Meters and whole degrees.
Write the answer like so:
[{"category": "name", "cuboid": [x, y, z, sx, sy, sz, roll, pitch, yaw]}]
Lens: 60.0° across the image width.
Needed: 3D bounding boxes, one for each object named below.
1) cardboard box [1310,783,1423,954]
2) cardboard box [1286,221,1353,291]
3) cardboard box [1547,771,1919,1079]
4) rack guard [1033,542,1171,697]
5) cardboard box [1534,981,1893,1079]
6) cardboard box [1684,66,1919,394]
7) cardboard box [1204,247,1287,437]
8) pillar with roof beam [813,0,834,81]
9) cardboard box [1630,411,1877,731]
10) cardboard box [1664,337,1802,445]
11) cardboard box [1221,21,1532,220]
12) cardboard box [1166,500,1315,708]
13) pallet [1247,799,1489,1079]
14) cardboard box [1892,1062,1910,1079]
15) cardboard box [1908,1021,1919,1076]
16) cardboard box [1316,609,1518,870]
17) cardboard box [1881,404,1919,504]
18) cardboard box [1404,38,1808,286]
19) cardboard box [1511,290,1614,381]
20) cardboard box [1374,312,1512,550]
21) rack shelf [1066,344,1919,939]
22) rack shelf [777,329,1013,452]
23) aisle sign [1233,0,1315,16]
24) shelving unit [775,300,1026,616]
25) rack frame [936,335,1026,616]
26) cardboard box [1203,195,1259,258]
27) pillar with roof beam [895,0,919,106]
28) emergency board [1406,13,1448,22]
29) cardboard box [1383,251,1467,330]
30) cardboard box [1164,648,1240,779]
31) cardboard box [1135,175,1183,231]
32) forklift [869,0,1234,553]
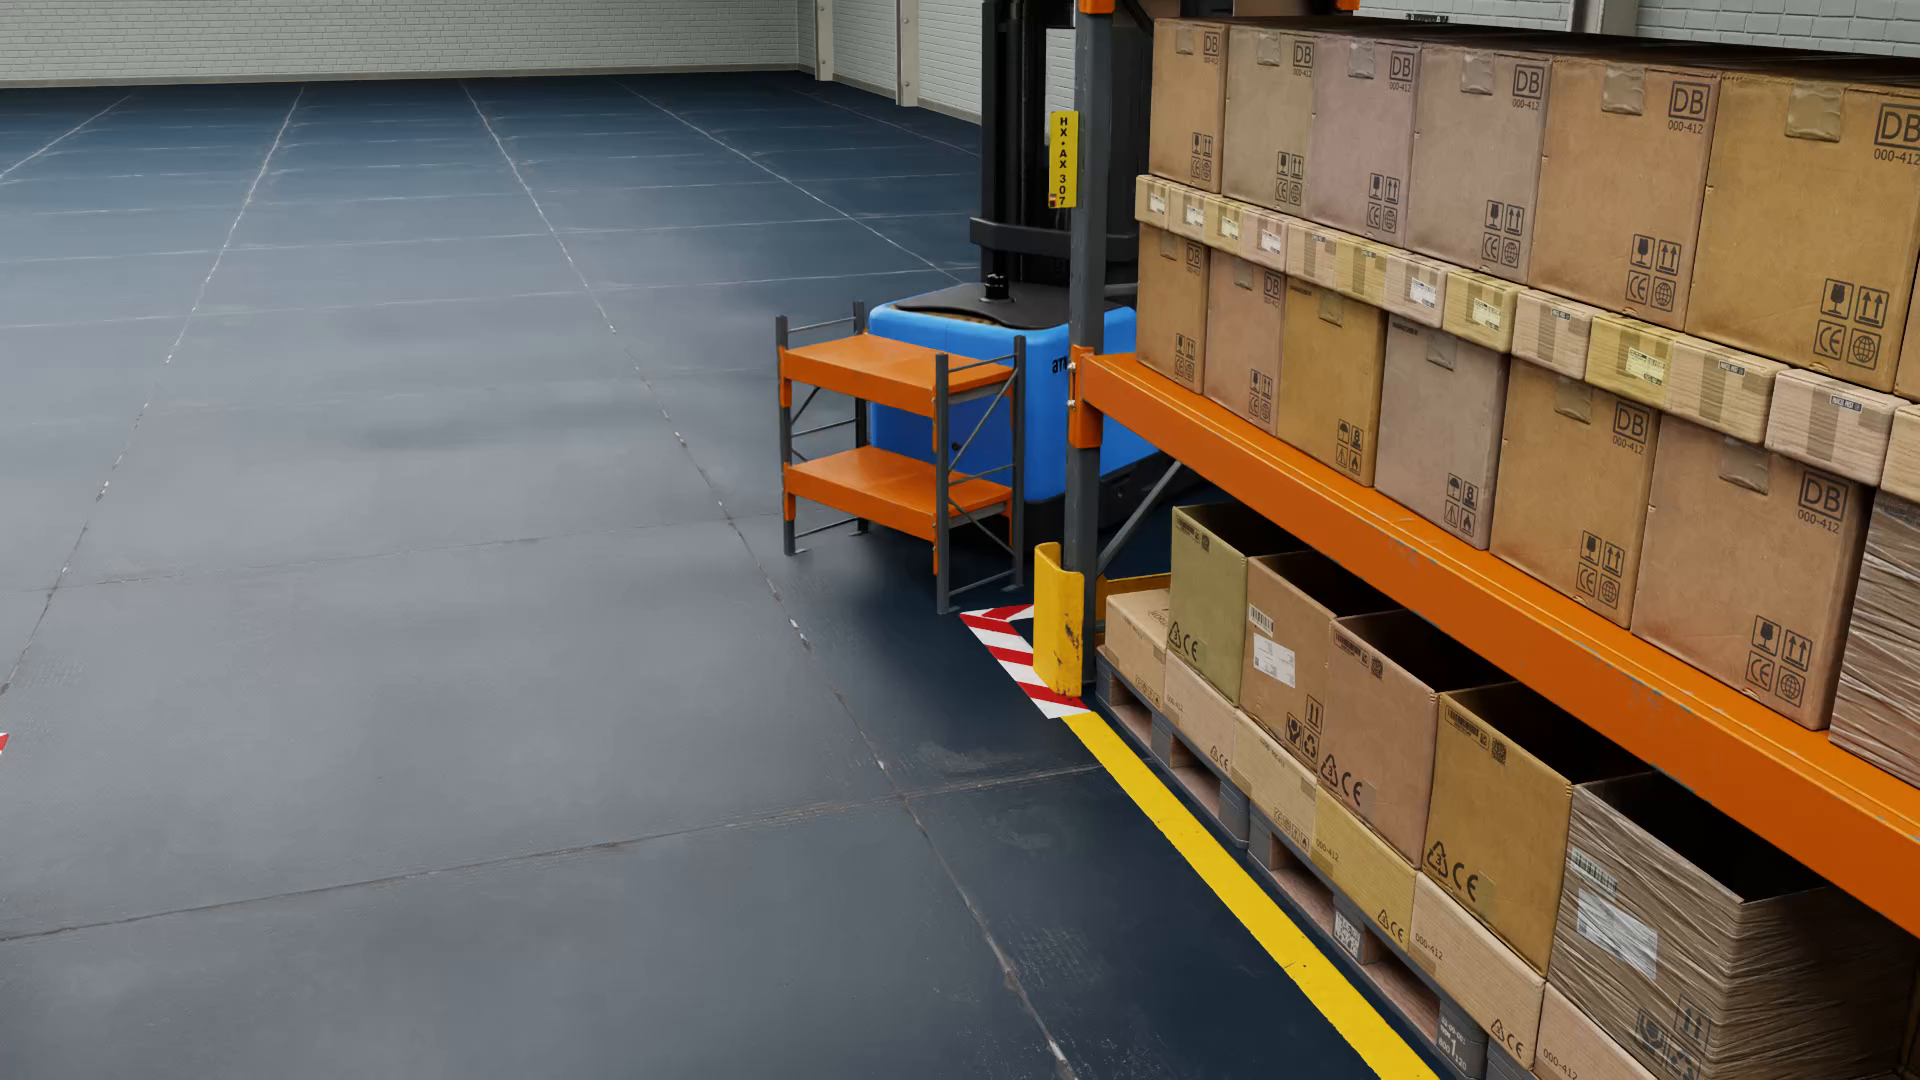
[{"category": "cardboard box", "cuboid": [1.312, 0.851, 4.556, 0.500, 0.250, 0.500, -6, 21, -17]}, {"category": "cardboard box", "cuboid": [1.130, -0.795, 4.585, 0.380, 0.149, 0.250, -7, 21, -19]}, {"category": "cardboard box", "cuboid": [1.643, 0.817, 3.540, 0.500, 0.500, 0.500, -6, 21, -17]}, {"category": "rack guard", "cuboid": [0.878, 0.246, 6.491, 1.175, 0.500, 0.348, -6, 21, -17]}, {"category": "cardboard box", "cuboid": [1.641, 1.171, 3.667, 0.500, 0.250, 0.500, -6, 21, -17]}, {"category": "cardboard box", "cuboid": [1.837, -0.600, 3.083, 0.700, 0.500, 0.500, -6, 21, -17]}, {"category": "cardboard box", "cuboid": [1.189, -0.650, 5.142, 0.700, 0.500, 0.500, -6, 21, -16]}, {"category": "pillar with roof beam", "cuboid": [-6.888, -13.310, 31.662, 9.100, 9.000, 0.400, -6, 21, -17]}, {"category": "cardboard box", "cuboid": [1.825, 0.004, 3.321, 0.700, 0.500, 0.500, -7, 21, -18]}, {"category": "cardboard box", "cuboid": [1.609, -0.303, 3.216, 0.380, 0.149, 0.250, -6, 21, -17]}, {"category": "cardboard box", "cuboid": [1.207, -1.244, 4.875, 0.700, 0.500, 0.500, -7, 21, -19]}, {"category": "cardboard box", "cuboid": [1.001, 0.177, 5.323, 0.500, 0.500, 0.500, -6, 21, -17]}, {"category": "pallet", "cuboid": [1.545, 1.022, 4.760, 1.003, 0.211, 1.213, -6, 21, -17]}, {"category": "cardboard box", "cuboid": [2.132, 1.116, 3.820, 0.500, 0.250, 0.500, -6, 21, -17]}, {"category": "cardboard box", "cuboid": [2.294, 0.923, 3.248, 0.500, 0.500, 0.500, -6, 21, -17]}, {"category": "cardboard box", "cuboid": [1.311, 0.498, 4.428, 0.500, 0.500, 0.500, -6, 21, -17]}, {"category": "cardboard box", "cuboid": [1.778, -0.135, 2.748, 0.380, 0.149, 0.250, -7, 21, -18]}, {"category": "cardboard box", "cuboid": [1.524, -0.921, 3.977, 0.700, 0.500, 0.500, -6, 21, -17]}, {"category": "cardboard box", "cuboid": [1.456, -0.463, 3.661, 0.380, 0.149, 0.250, -6, 21, -16]}, {"category": "cardboard box", "cuboid": [1.509, -0.322, 4.227, 0.700, 0.500, 0.500, -6, 21, -16]}, {"category": "rack shelf", "cuboid": [1.514, 0.058, 4.382, 1.077, 0.370, 4.000, -6, 21, -17]}, {"category": "rack shelf", "cuboid": [-0.270, -0.669, 7.248, 0.538, 0.278, 1.000, -19, 27, -42]}, {"category": "aisle sign", "cuboid": [1.143, -2.198, 5.753, 0.394, 0.787, 0.004, -6, 21, -17]}, {"category": "shelving unit", "cuboid": [-0.270, -0.393, 7.347, 0.538, 1.125, 1.048, -19, 27, -42]}, {"category": "rack frame", "cuboid": [0.090, -0.272, 7.009, 0.500, 1.125, 0.032, -19, 27, -42]}, {"category": "cardboard box", "cuboid": [0.967, -0.961, 5.048, 0.380, 0.149, 0.250, -6, 21, -17]}, {"category": "pillar with roof beam", "cuboid": [-5.003, -11.385, 26.301, 9.100, 9.000, 0.400, -6, 21, -17]}, {"category": "emergency board", "cuboid": [4.001, -4.040, 14.726, 0.194, 1.169, 0.643, -6, 21, -17]}, {"category": "cardboard box", "cuboid": [1.286, -0.633, 4.133, 0.380, 0.149, 0.250, -6, 21, -17]}, {"category": "cardboard box", "cuboid": [1.003, 0.530, 5.451, 0.500, 0.250, 0.500, -6, 21, -17]}, {"category": "cardboard box", "cuboid": [0.804, -1.126, 5.506, 0.380, 0.149, 0.250, -7, 21, -18]}, {"category": "forklift", "cuboid": [0.859, -1.752, 8.458, 1.130, 2.935, 3.031, 15, 24, 35]}]
